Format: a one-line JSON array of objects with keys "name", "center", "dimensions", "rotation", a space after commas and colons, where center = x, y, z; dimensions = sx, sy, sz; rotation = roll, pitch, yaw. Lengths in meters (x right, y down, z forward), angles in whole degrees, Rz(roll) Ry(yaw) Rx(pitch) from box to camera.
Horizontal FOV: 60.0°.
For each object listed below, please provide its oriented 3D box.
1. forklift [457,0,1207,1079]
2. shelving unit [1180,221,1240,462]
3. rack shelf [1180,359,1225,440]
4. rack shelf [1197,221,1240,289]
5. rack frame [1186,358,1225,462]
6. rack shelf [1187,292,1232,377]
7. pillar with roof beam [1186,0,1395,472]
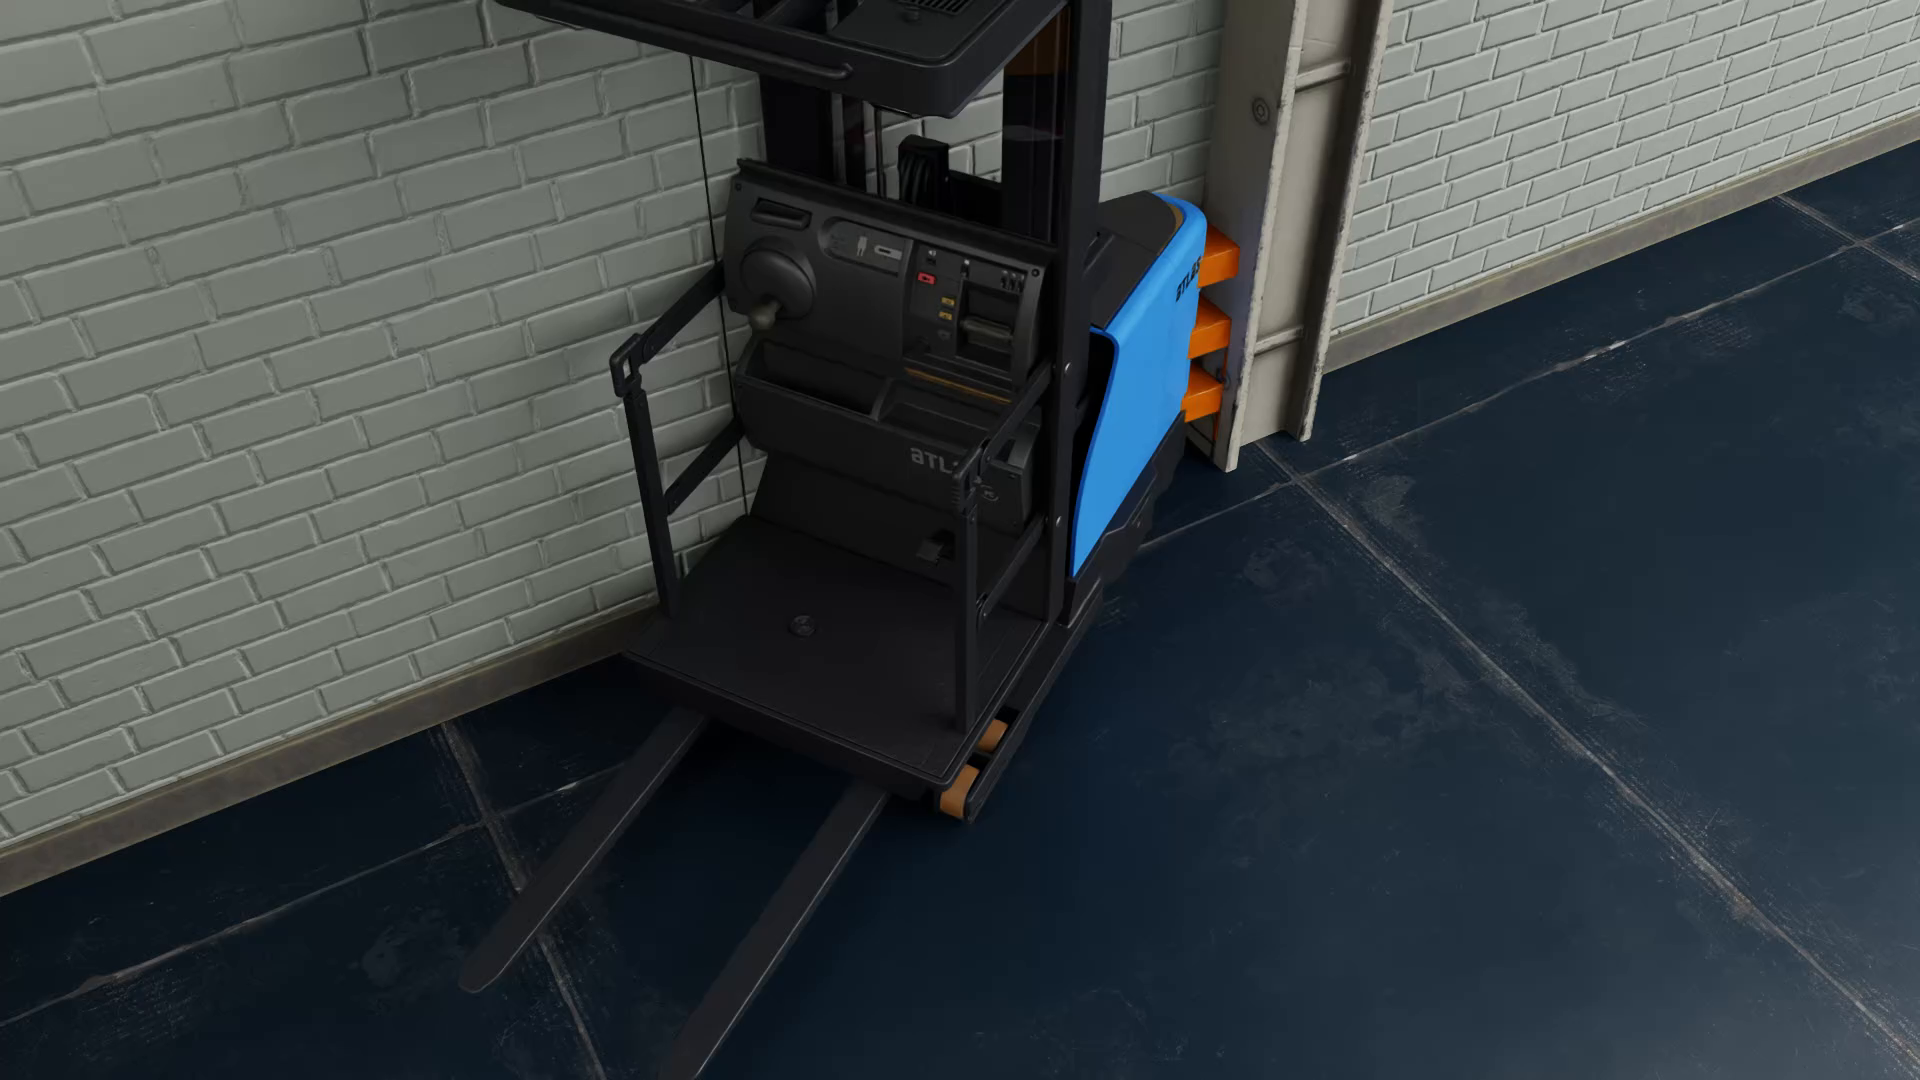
[{"name": "forklift", "center": [-0.308, -0.588, 4.251], "dimensions": [1.130, 2.935, 3.031], "rotation": [19, 47, 19]}, {"name": "shelving unit", "center": [0.770, -0.693, 5.692], "dimensions": [0.252, 1.050, 0.215], "rotation": [-20, 46, -22]}, {"name": "rack shelf", "center": [0.764, -0.477, 5.884], "dimensions": [0.240, 0.259, 0.215], "rotation": [-20, 46, -22]}, {"name": "rack shelf", "center": [0.775, -0.897, 5.510], "dimensions": [0.240, 0.259, 0.215], "rotation": [-20, 46, -22]}, {"name": "rack frame", "center": [0.875, -0.732, 5.739], "dimensions": [0.008, 1.050, 0.200], "rotation": [-20, 46, -22]}, {"name": "rack shelf", "center": [0.769, -0.685, 5.699], "dimensions": [0.240, 0.259, 0.215], "rotation": [-20, 46, -22]}, {"name": "pillar with roof beam", "center": [3.196, -1.033, 0.353], "dimensions": [0.400, 9.000, 9.100], "rotation": [-22, 48, -21]}]
